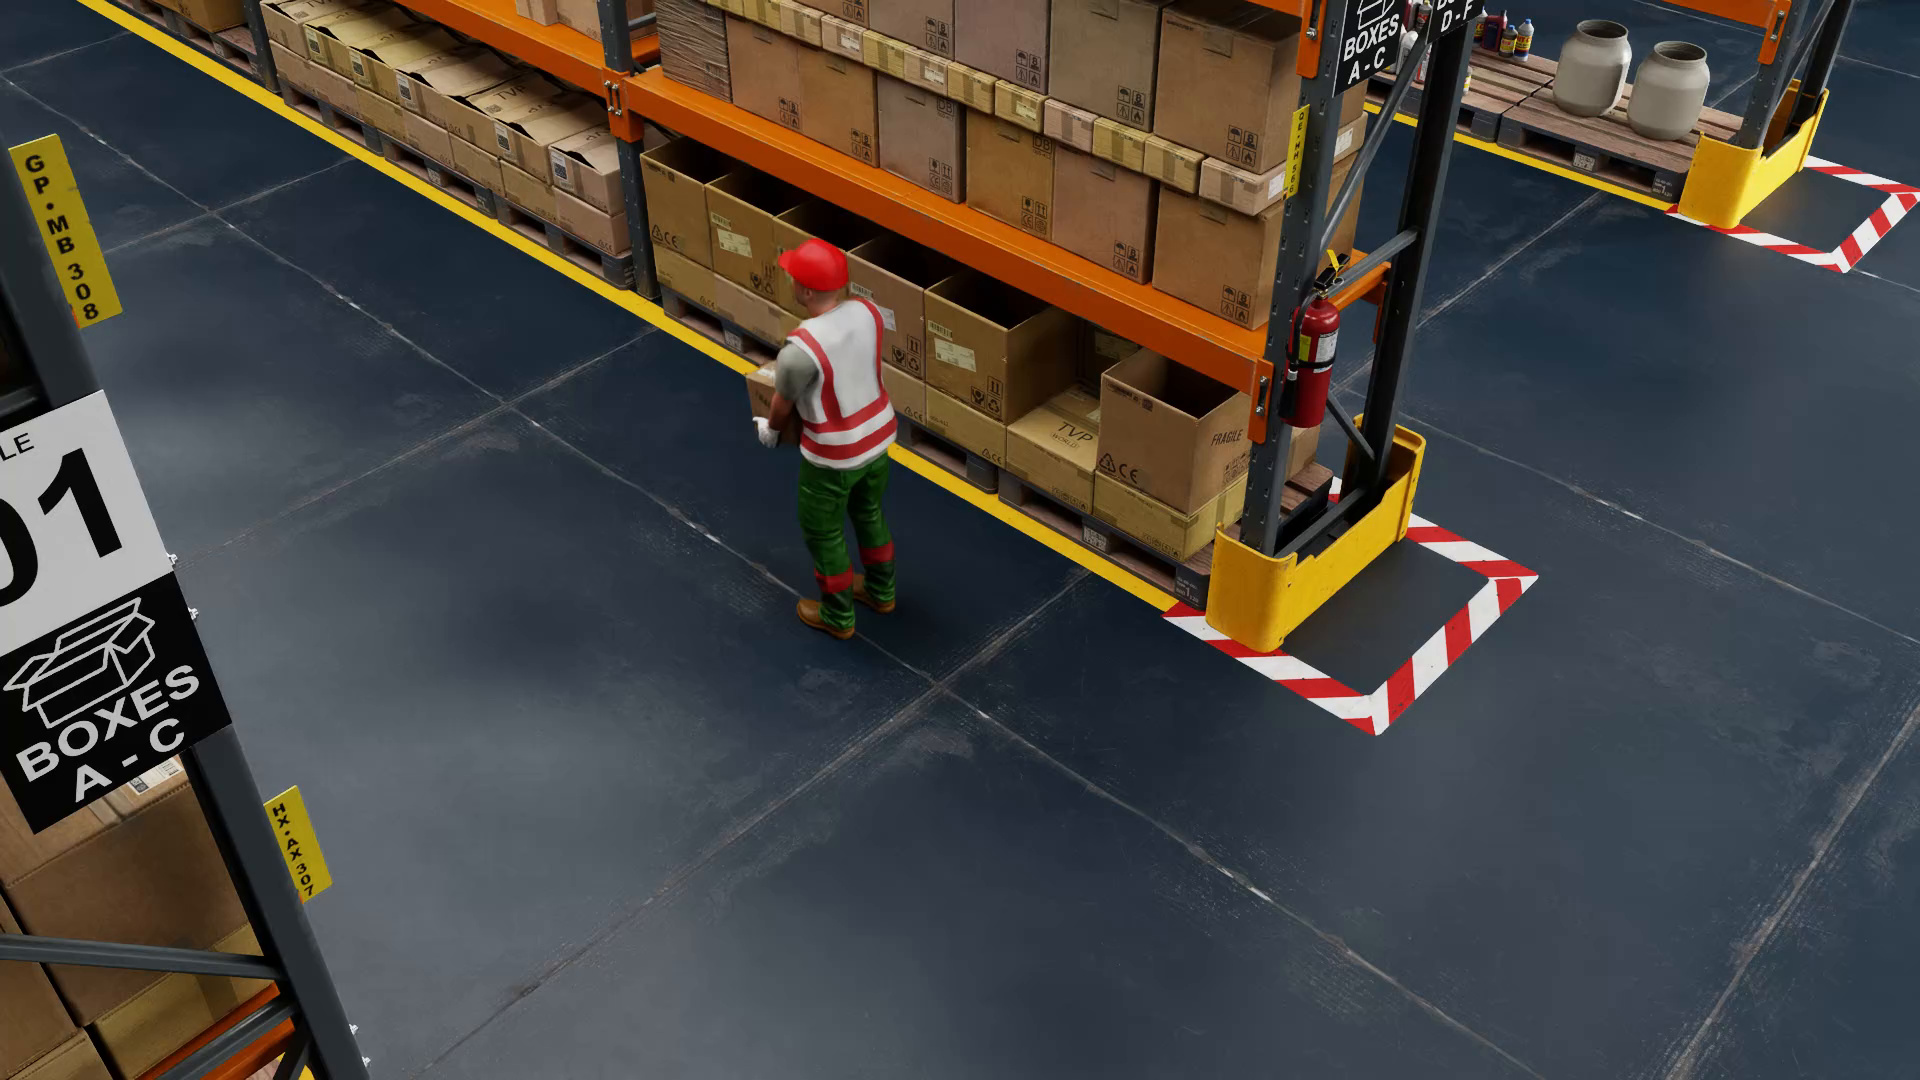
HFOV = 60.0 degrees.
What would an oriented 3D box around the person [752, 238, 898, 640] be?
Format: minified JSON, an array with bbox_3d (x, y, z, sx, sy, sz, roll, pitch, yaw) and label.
[{"bbox_3d":[-0.546,-0.413,6.651,0.574,1.779,0.493,29,47,31],"label":"person"}]
